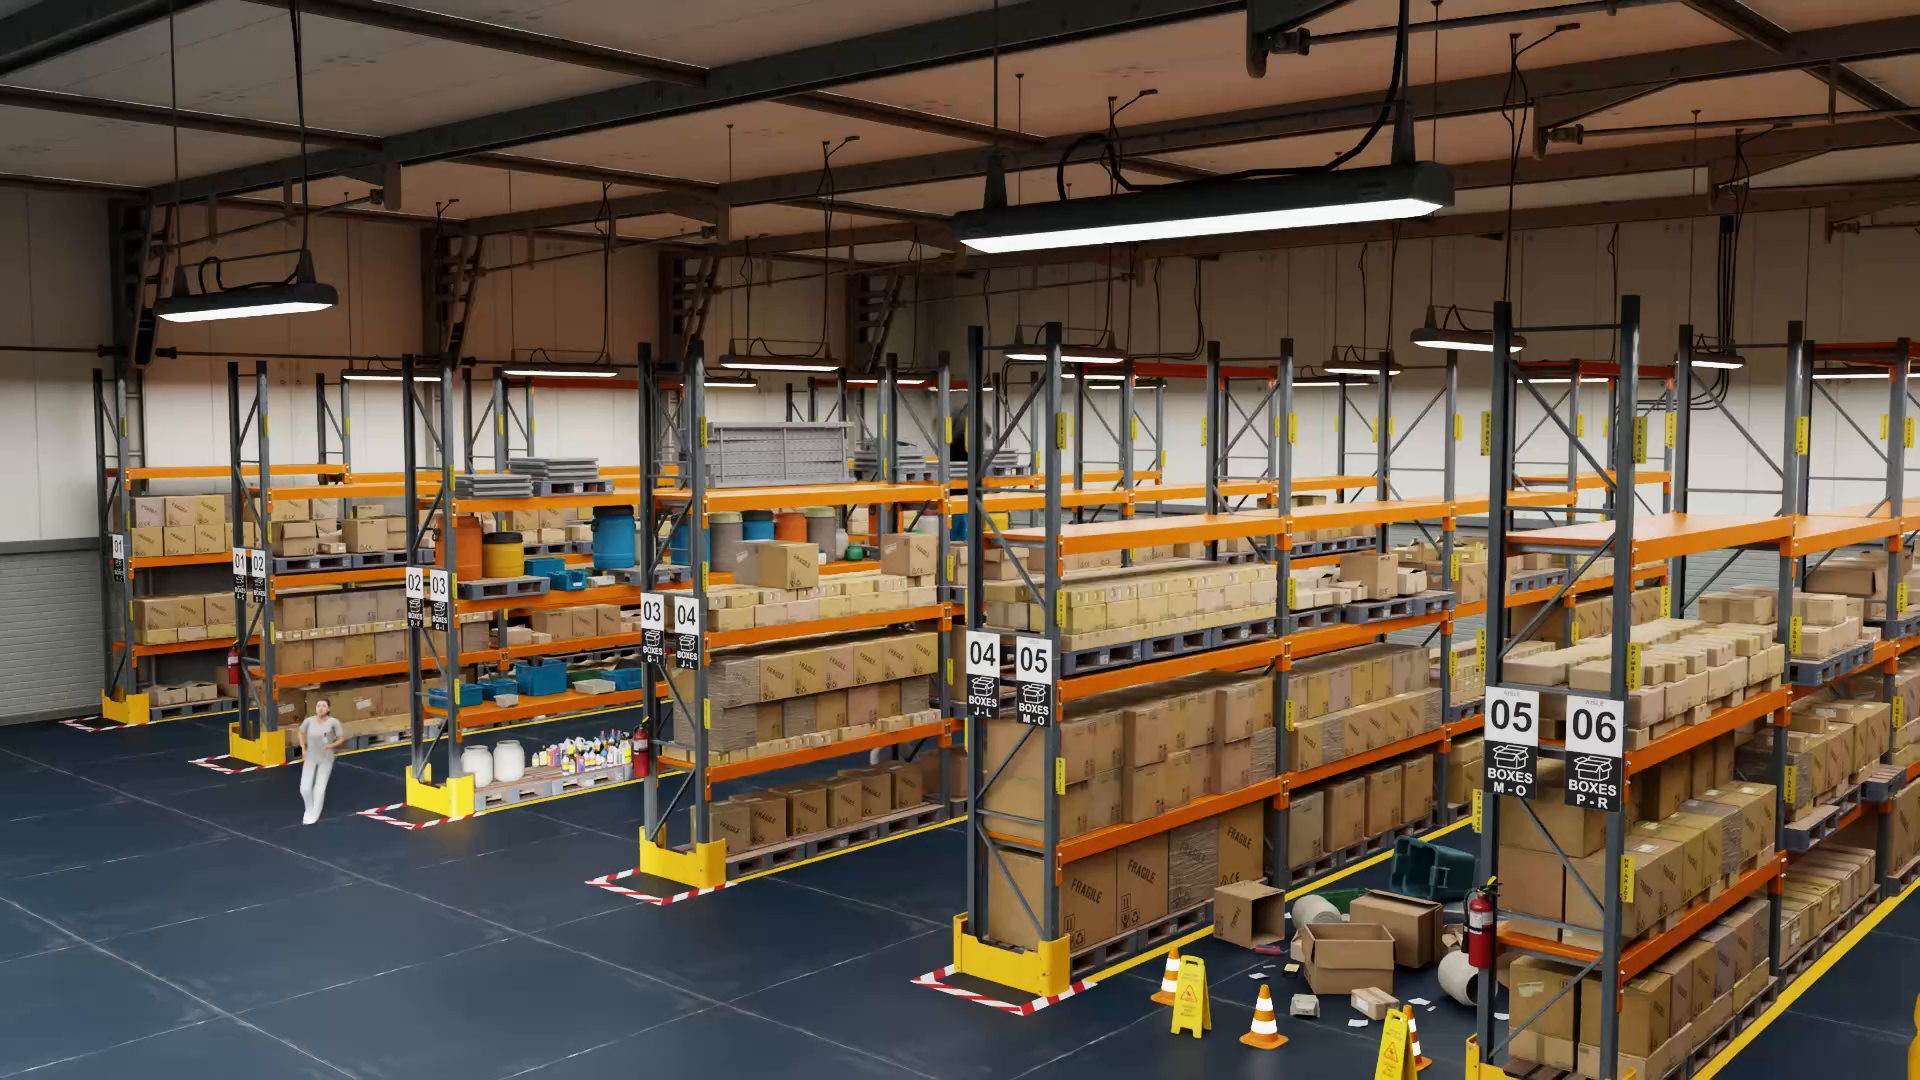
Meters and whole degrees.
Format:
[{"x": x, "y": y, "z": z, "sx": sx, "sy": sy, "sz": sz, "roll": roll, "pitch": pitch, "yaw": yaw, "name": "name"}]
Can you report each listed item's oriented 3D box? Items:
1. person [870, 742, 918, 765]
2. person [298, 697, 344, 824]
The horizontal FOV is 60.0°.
[{"x": -0.985, "y": 2.521, "z": 23.691, "sx": 0.703, "sy": 1.805, "sz": 1.040, "roll": 3, "pitch": 5, "yaw": 37, "name": "person"}, {"x": -8.102, "y": 2.798, "z": 21.067, "sx": 0.567, "sy": 1.629, "sz": 0.526, "roll": -1, "pitch": 4, "yaw": -13, "name": "person"}]
